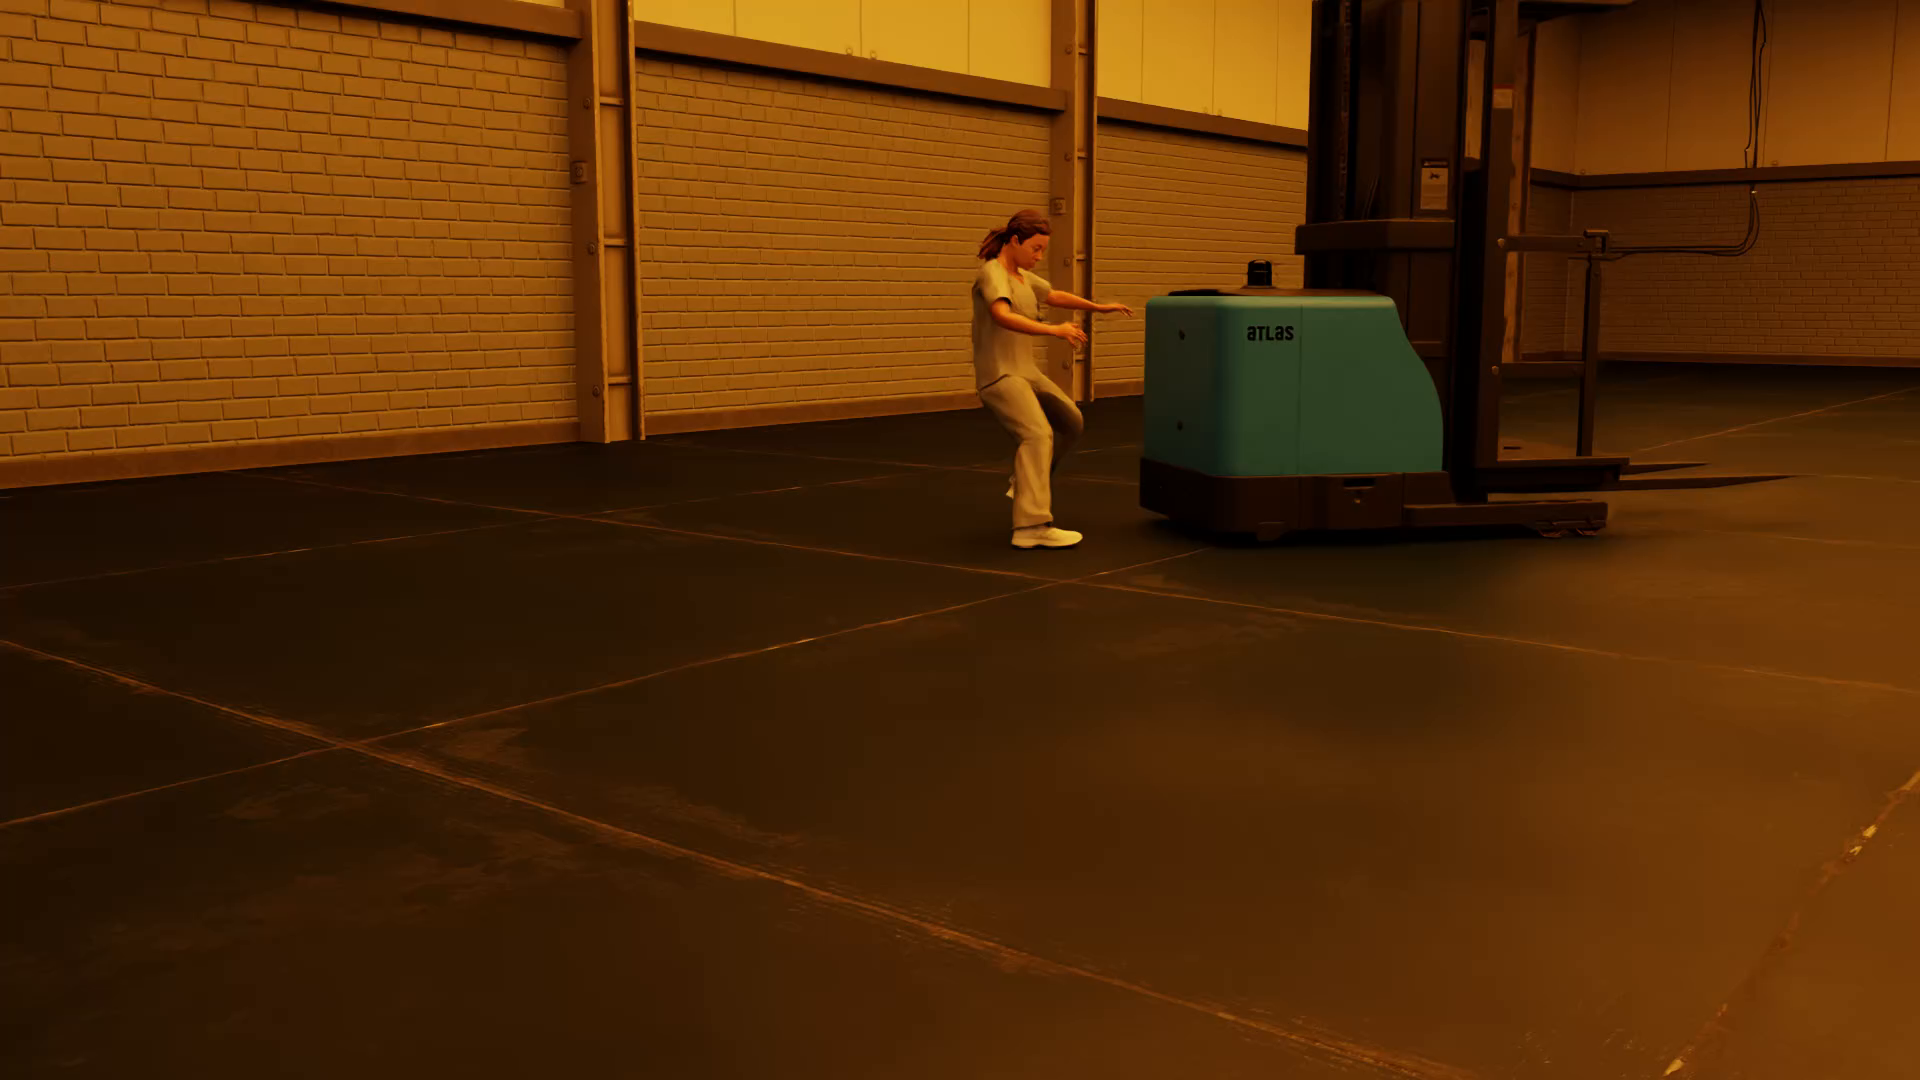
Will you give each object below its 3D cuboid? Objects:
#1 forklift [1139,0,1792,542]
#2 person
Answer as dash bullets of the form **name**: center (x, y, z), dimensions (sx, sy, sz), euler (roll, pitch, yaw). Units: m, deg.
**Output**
- **forklift**: center (2.440, -1.532, 7.750), dimensions (3.031, 2.935, 1.130), euler (-2, 9, -14)
- **person**: center (0.399, -0.776, 7.635), dimensions (0.678, 1.461, 1.243), euler (3, 9, 22)
